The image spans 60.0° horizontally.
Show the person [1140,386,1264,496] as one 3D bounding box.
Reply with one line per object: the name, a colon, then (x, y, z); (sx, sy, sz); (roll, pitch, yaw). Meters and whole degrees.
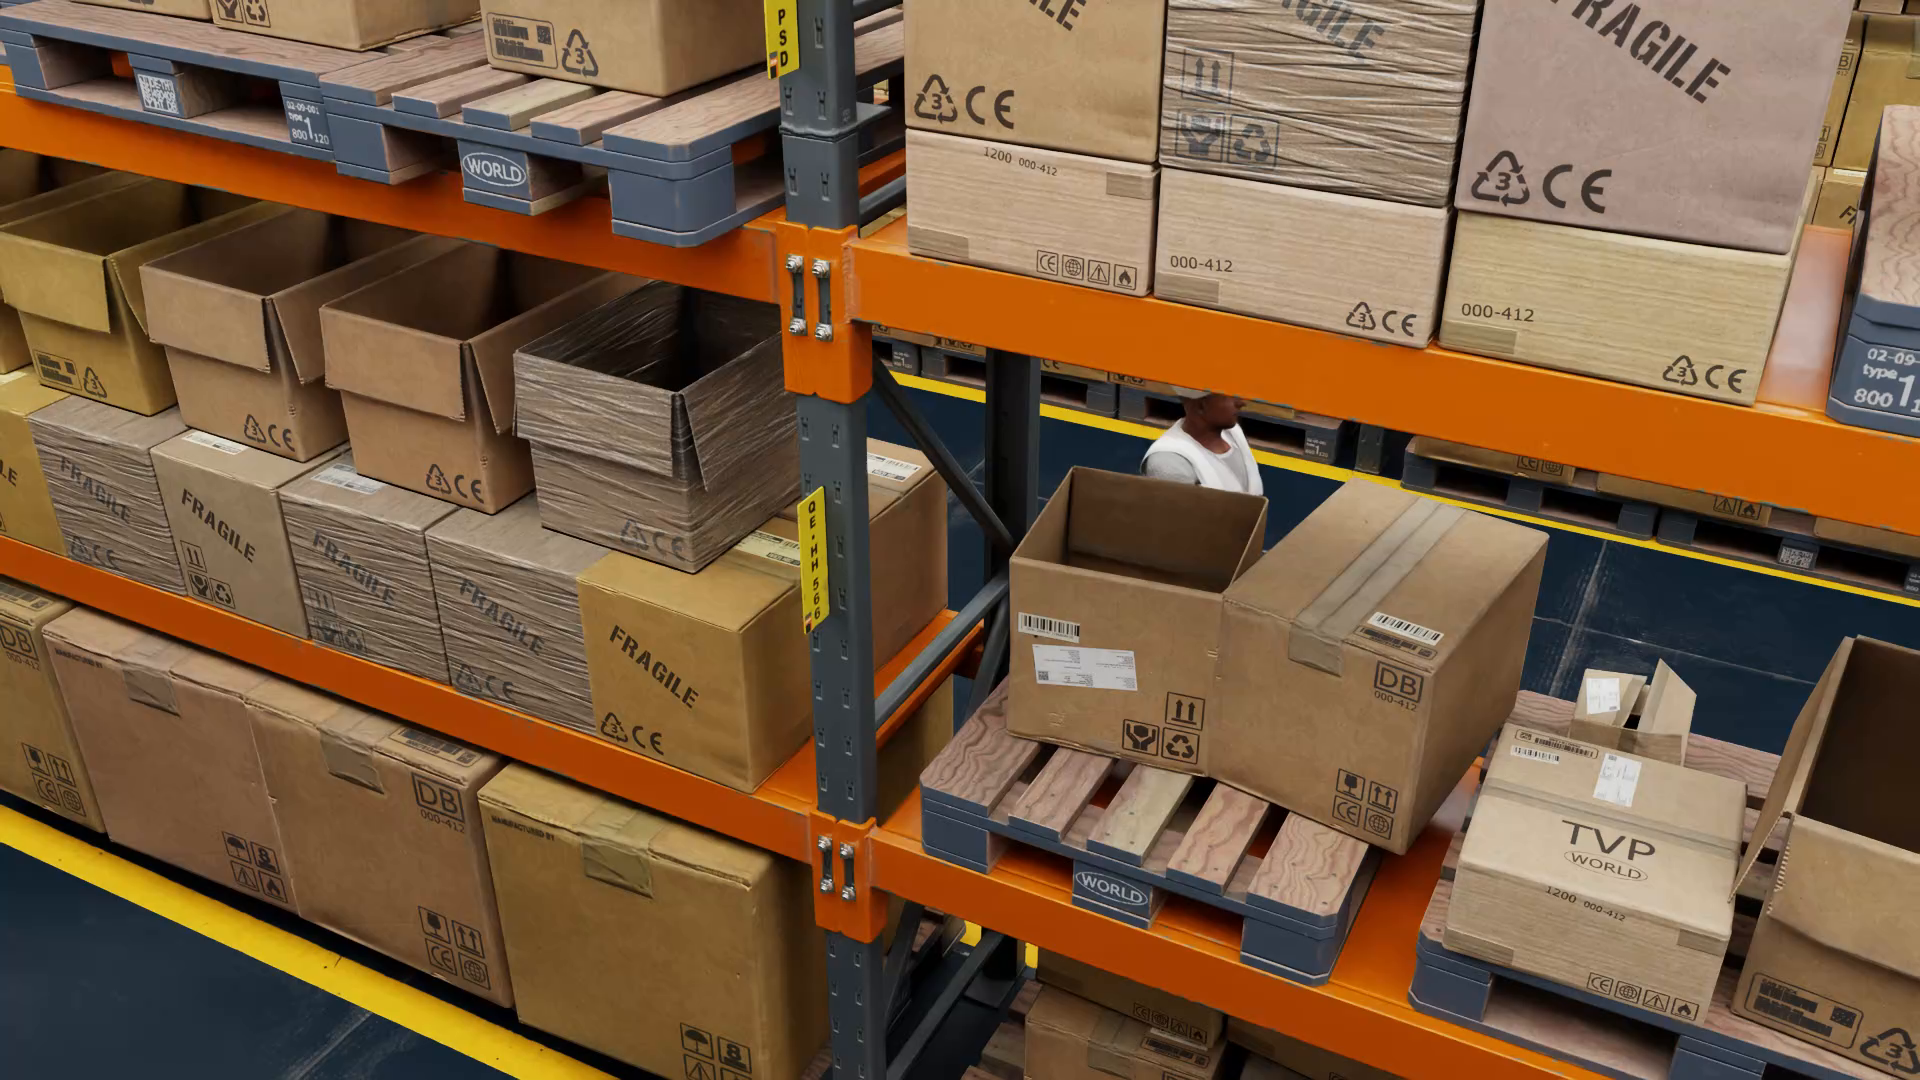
person: (0.881, 0.187, 5.739); (0.713, 1.771, 0.604); (18, 34, 29)
